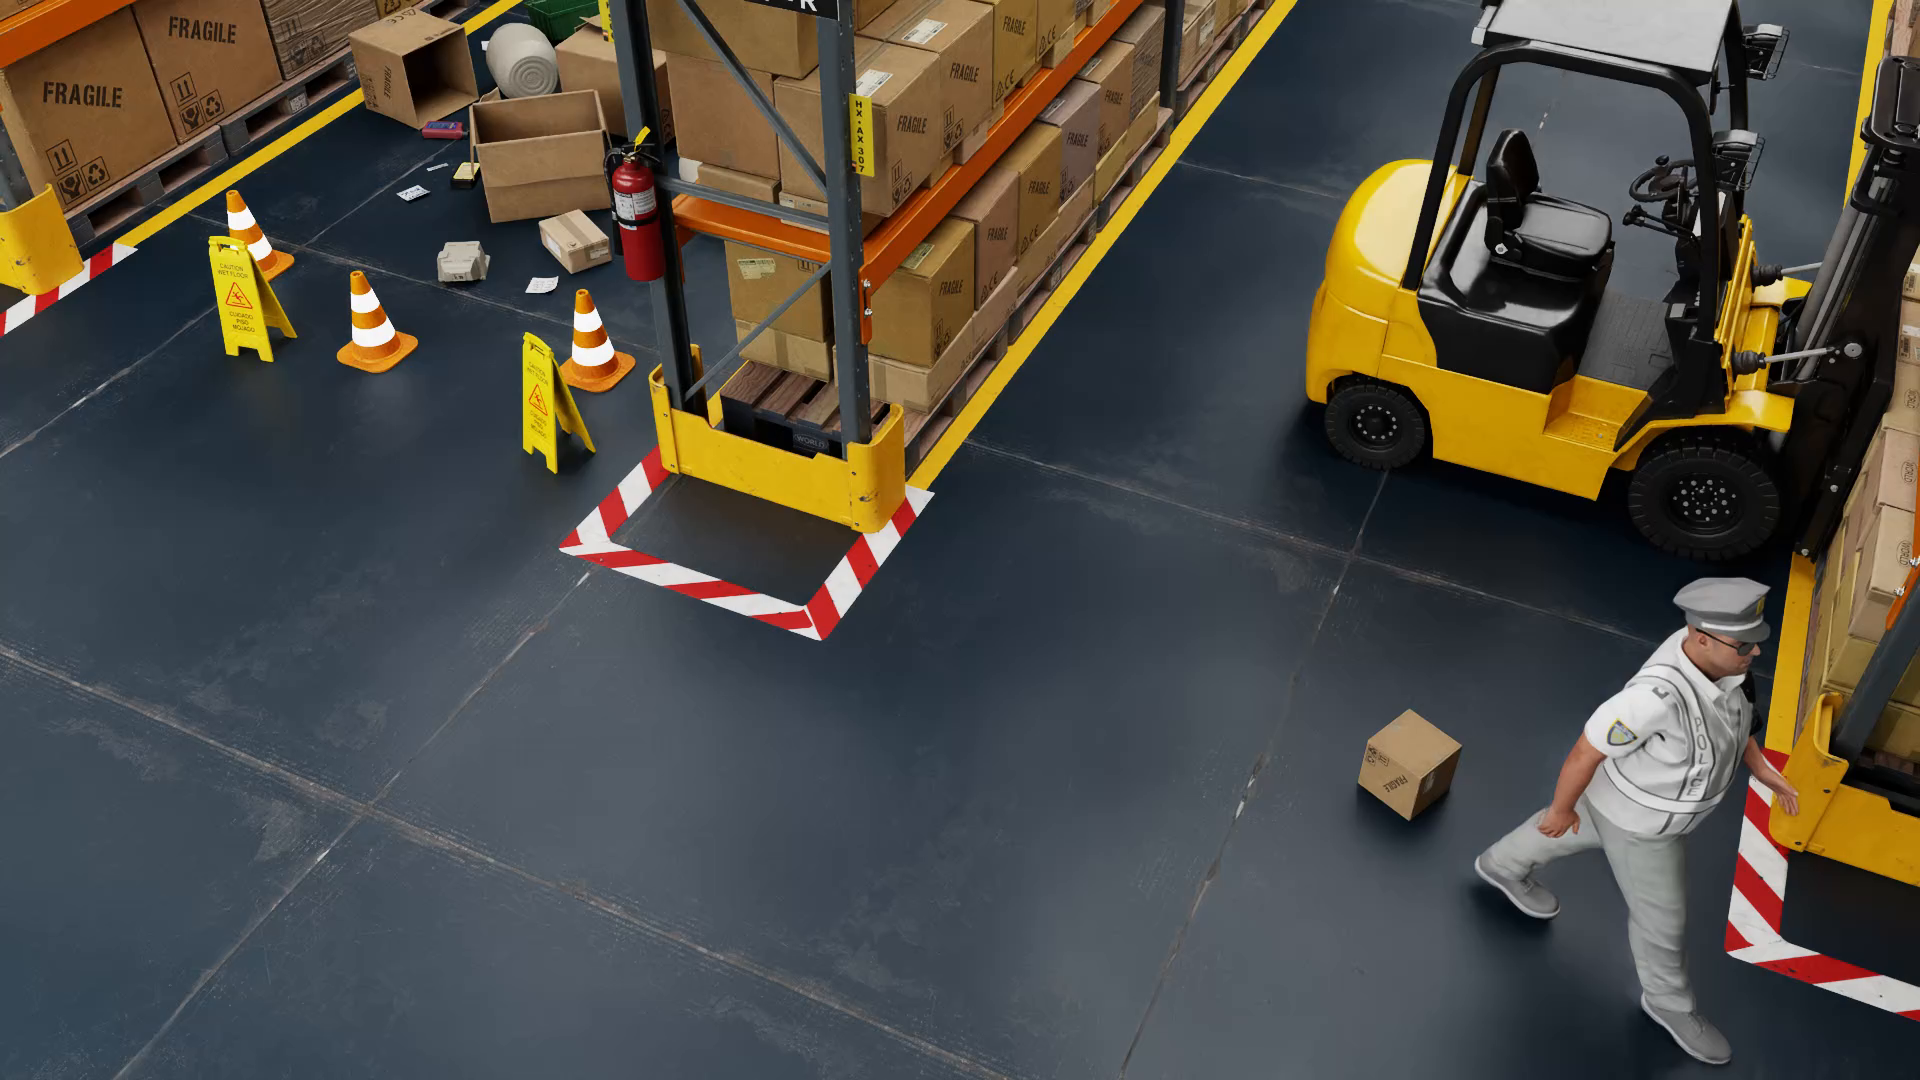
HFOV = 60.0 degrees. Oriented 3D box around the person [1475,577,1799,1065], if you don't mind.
[{"bbox_3d":[2.232,0.814,5.246,1.003,1.757,0.585,27,48,27],"label":"person"}]
